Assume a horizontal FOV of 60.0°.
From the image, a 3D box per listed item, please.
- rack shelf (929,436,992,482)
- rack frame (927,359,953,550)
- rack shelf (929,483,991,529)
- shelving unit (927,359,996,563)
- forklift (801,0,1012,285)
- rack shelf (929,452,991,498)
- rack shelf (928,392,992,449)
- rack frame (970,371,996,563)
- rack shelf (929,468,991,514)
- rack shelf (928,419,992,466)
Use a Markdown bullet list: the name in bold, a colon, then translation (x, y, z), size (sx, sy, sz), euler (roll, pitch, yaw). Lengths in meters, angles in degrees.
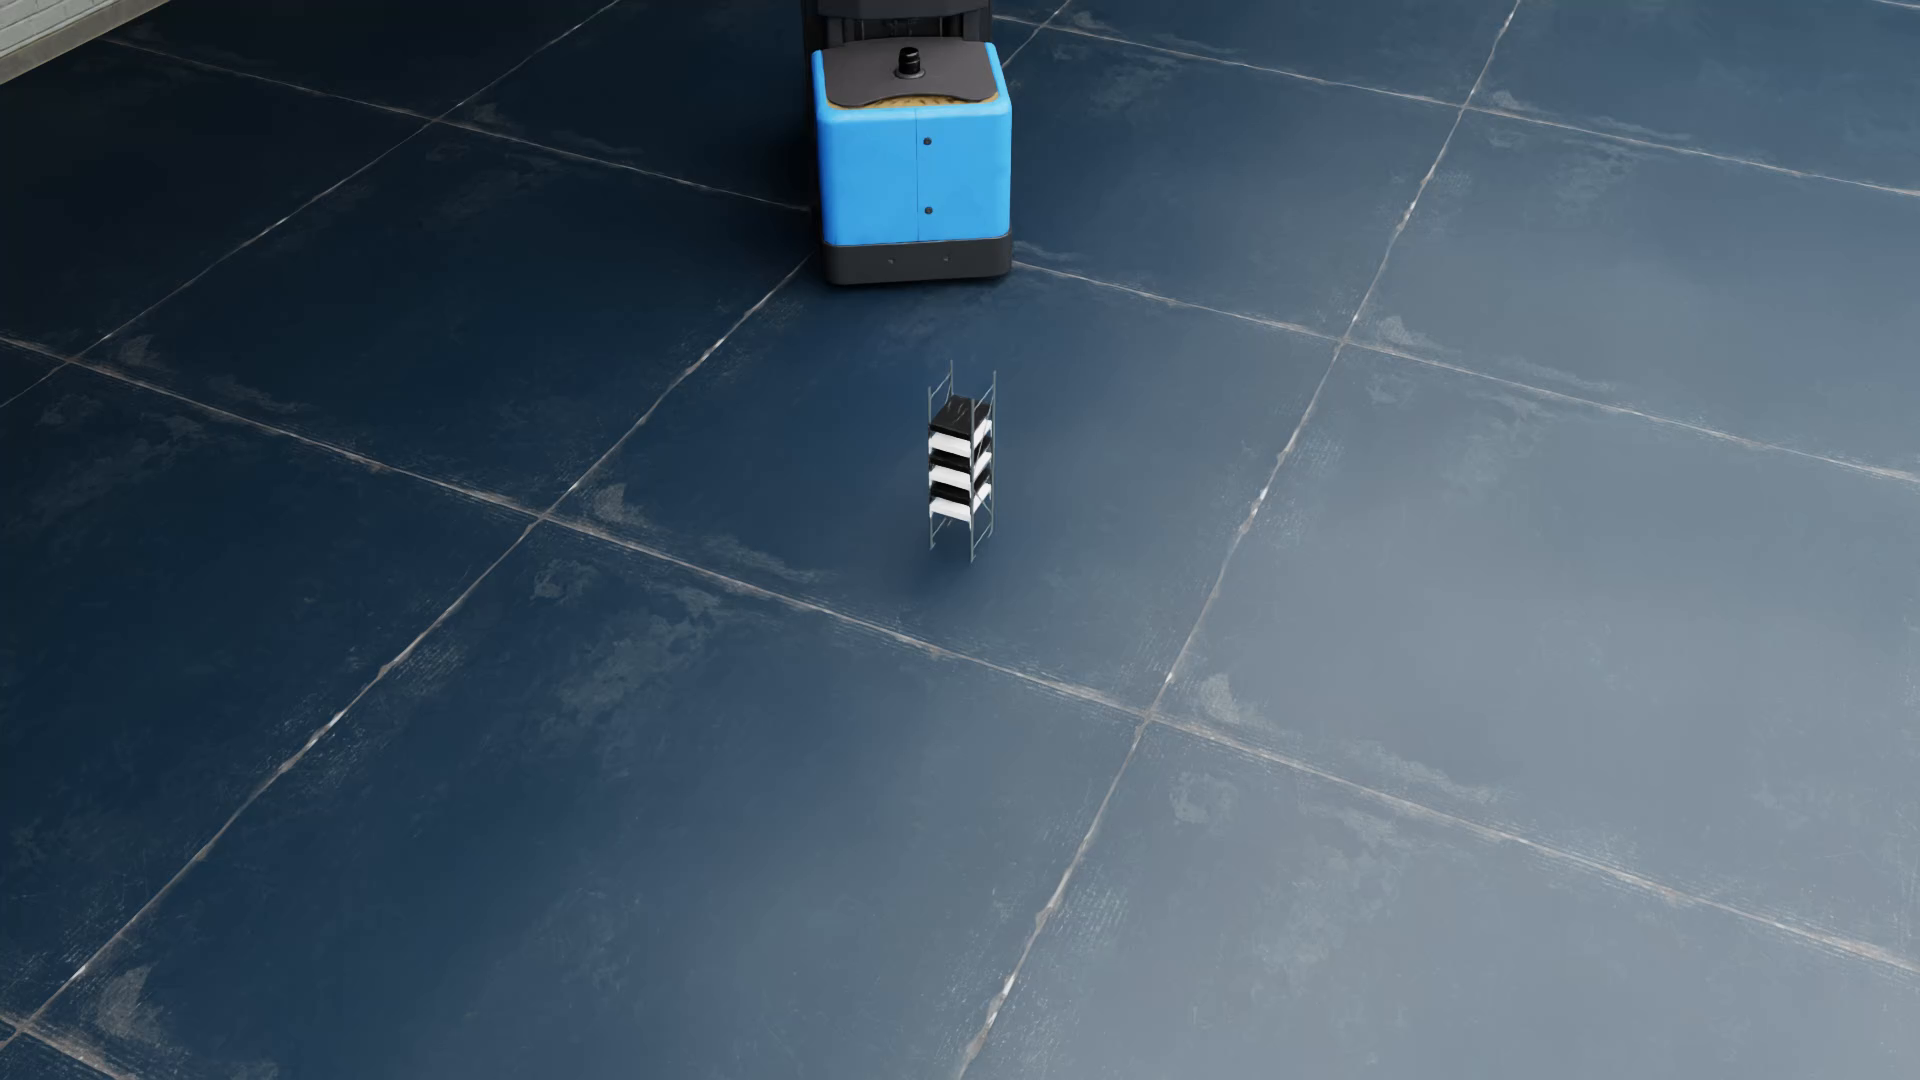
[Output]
- **rack shelf**: translation (0.007, -0.381, 7.299), size (0.200, 0.077, 0.258), euler (17, 44, 19)
- **rack frame**: translation (-0.085, -0.366, 7.369), size (0.006, 0.900, 0.240), euler (17, 44, 19)
- **rack shelf**: translation (0.007, -0.177, 7.476), size (0.200, 0.077, 0.258), euler (17, 44, 19)
- **shelving unit**: translation (0.007, -0.338, 7.337), size (0.210, 0.900, 0.258), euler (17, 44, 19)
- **forklift**: translation (-0.386, -3.472, 9.402), size (1.130, 2.935, 3.031), euler (-4, 41, -5)
- **rack shelf**: translation (0.007, -0.313, 7.358), size (0.200, 0.077, 0.258), euler (17, 44, 19)
- **rack shelf**: translation (0.007, -0.517, 7.182), size (0.200, 0.077, 0.258), euler (17, 44, 19)
- **rack frame**: translation (0.099, -0.310, 7.304), size (0.006, 0.900, 0.240), euler (17, 44, 19)
- **rack shelf**: translation (0.007, -0.245, 7.417), size (0.200, 0.077, 0.258), euler (17, 44, 19)
- **rack shelf**: translation (0.007, -0.449, 7.241), size (0.200, 0.077, 0.258), euler (17, 44, 19)
